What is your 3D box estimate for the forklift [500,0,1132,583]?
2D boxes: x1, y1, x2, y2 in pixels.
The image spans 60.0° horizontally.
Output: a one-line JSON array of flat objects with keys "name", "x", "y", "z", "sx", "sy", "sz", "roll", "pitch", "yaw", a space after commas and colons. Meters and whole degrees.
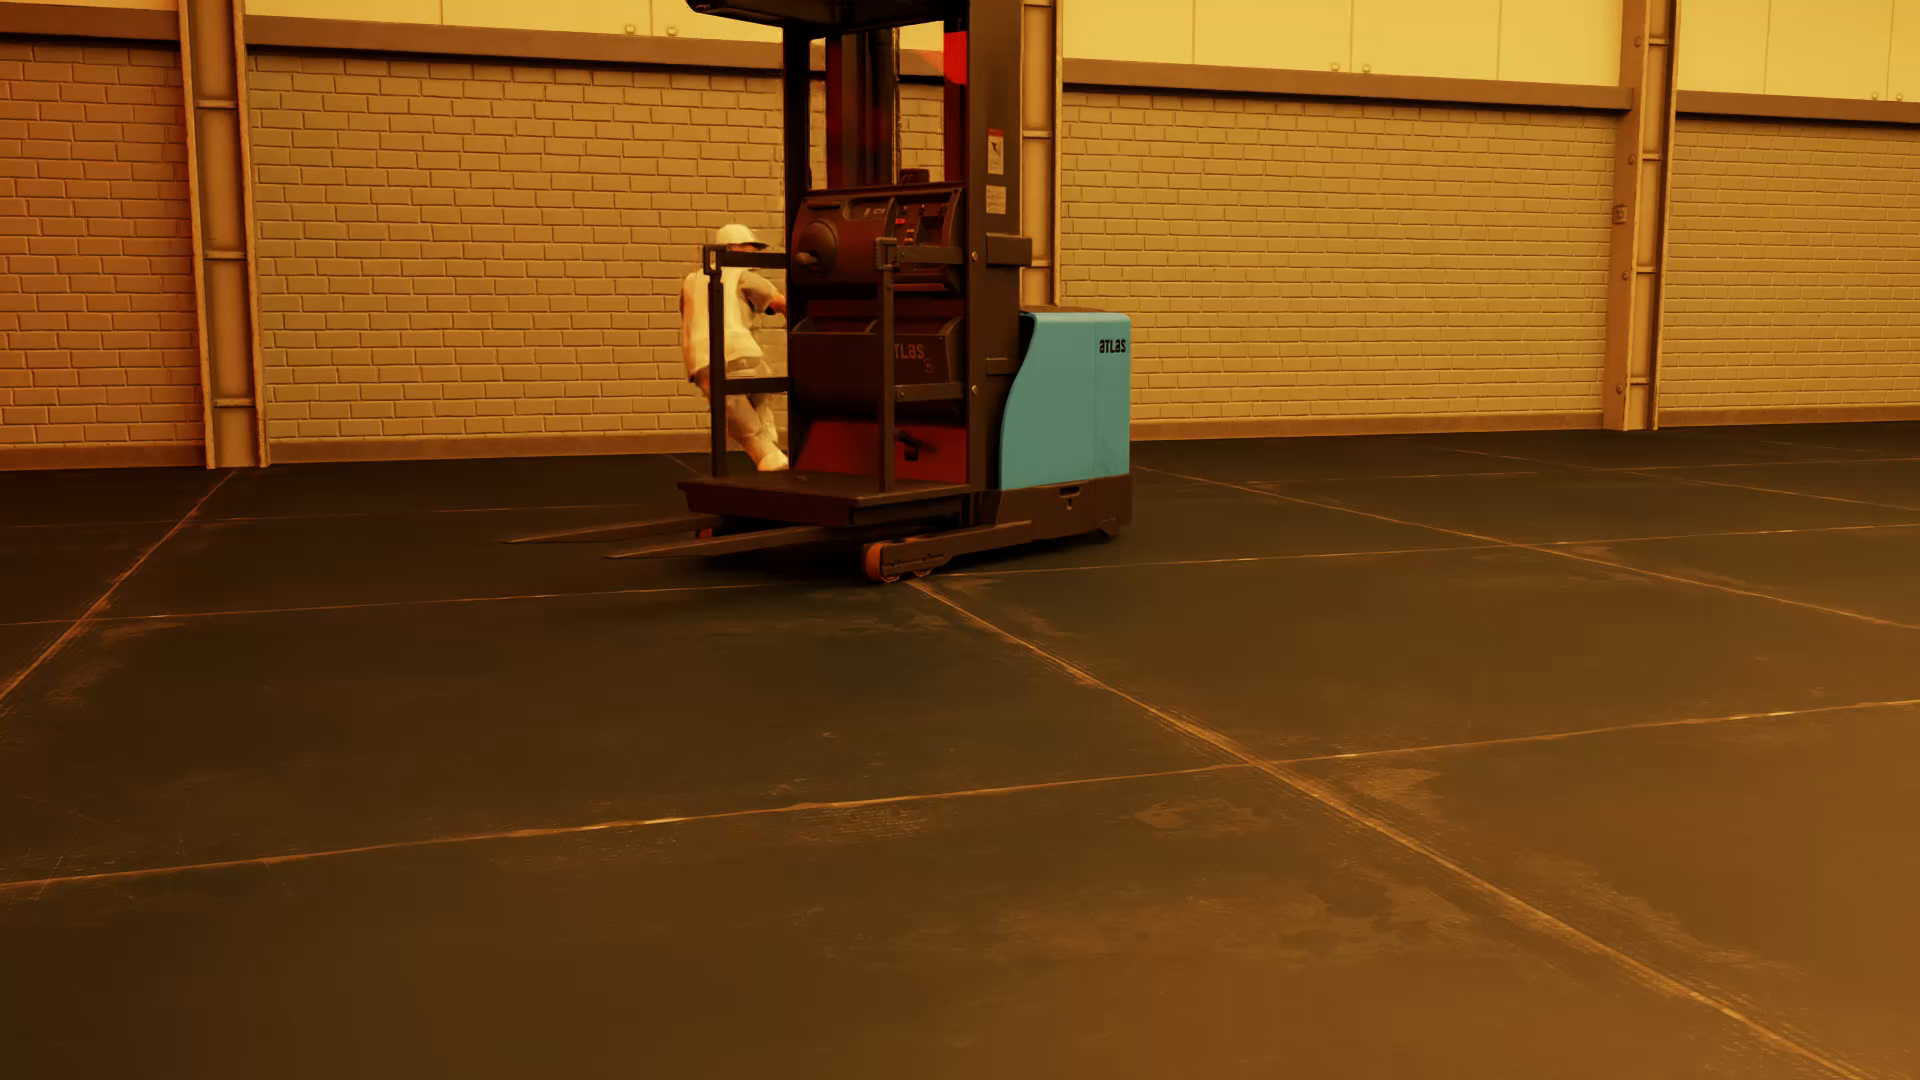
[{"name": "forklift", "x": -0.504, "y": -1.355, "z": 7.010, "sx": 1.130, "sy": 2.935, "sz": 3.031, "roll": 6, "pitch": 10, "yaw": 39}]

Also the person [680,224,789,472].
[{"name": "person", "x": -1.065, "y": -0.925, "z": 8.933, "sx": 1.004, "sy": 1.530, "sz": 0.901, "roll": 1, "pitch": 8, "yaw": 9}]
